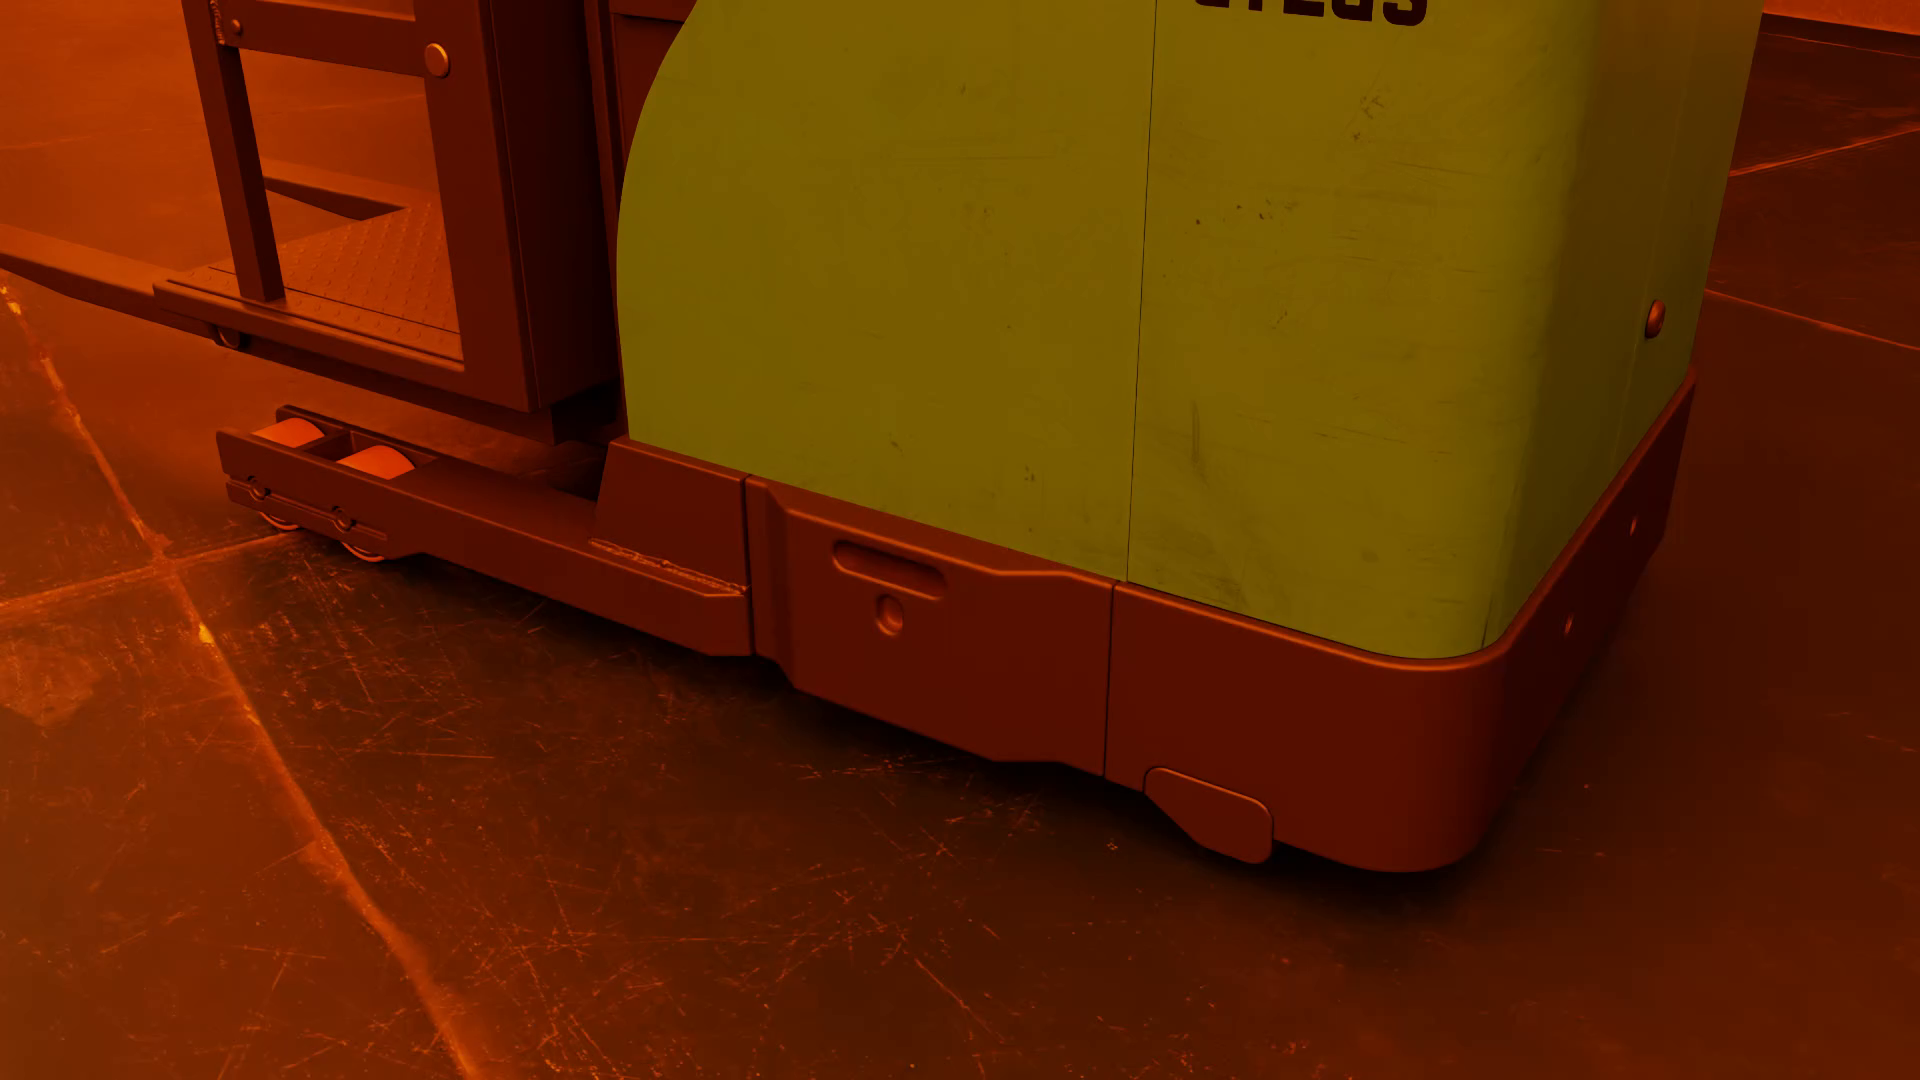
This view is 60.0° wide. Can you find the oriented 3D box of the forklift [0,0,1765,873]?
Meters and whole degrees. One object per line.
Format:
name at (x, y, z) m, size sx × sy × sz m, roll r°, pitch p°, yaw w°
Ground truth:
forklift at (-0.511, -1.459, 2.139) m, size 3.031 × 2.935 × 1.130 m, roll 16°, pitch 31°, yaw 29°
